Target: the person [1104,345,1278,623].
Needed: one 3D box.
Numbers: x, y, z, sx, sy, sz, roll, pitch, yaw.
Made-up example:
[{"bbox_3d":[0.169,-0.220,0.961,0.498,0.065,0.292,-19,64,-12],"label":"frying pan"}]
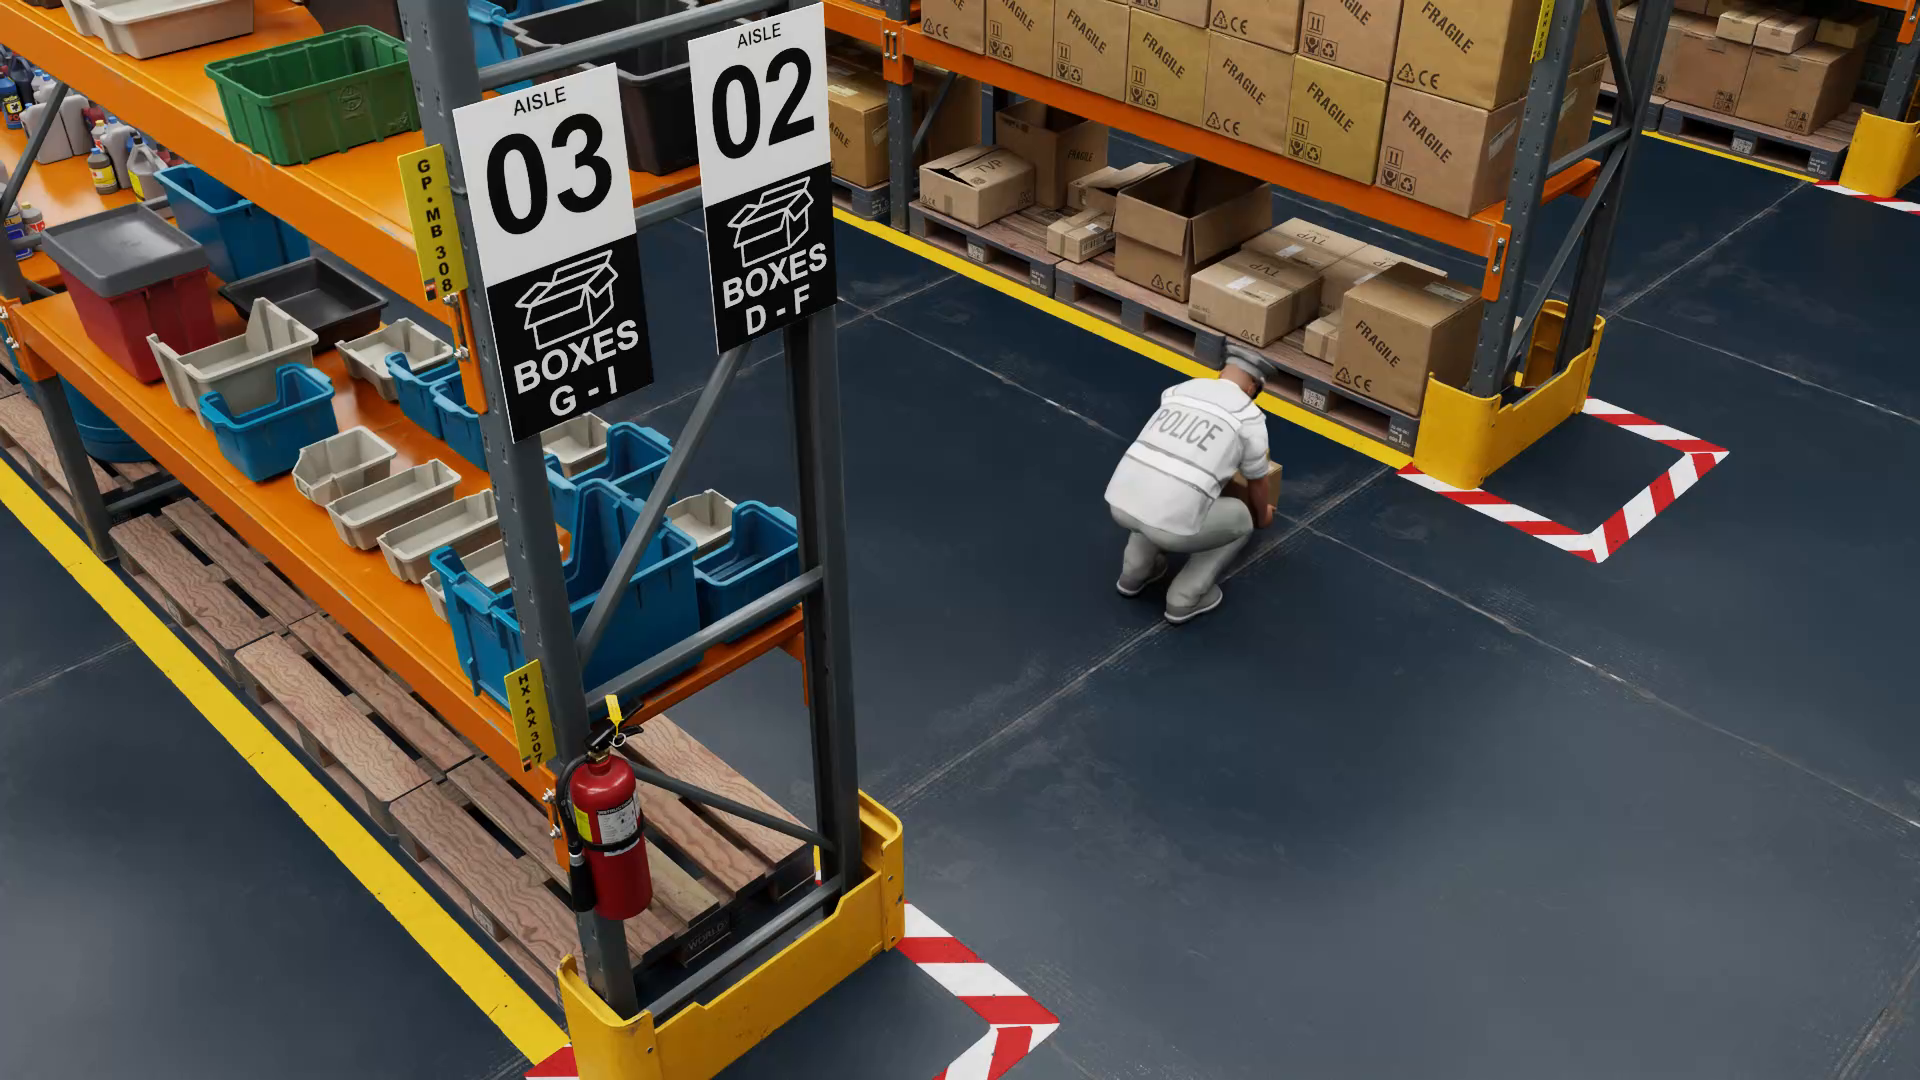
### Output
[{"bbox_3d":[1.016,-0.241,7.119,0.532,1.027,0.968,29,44,34],"label":"person"}]
